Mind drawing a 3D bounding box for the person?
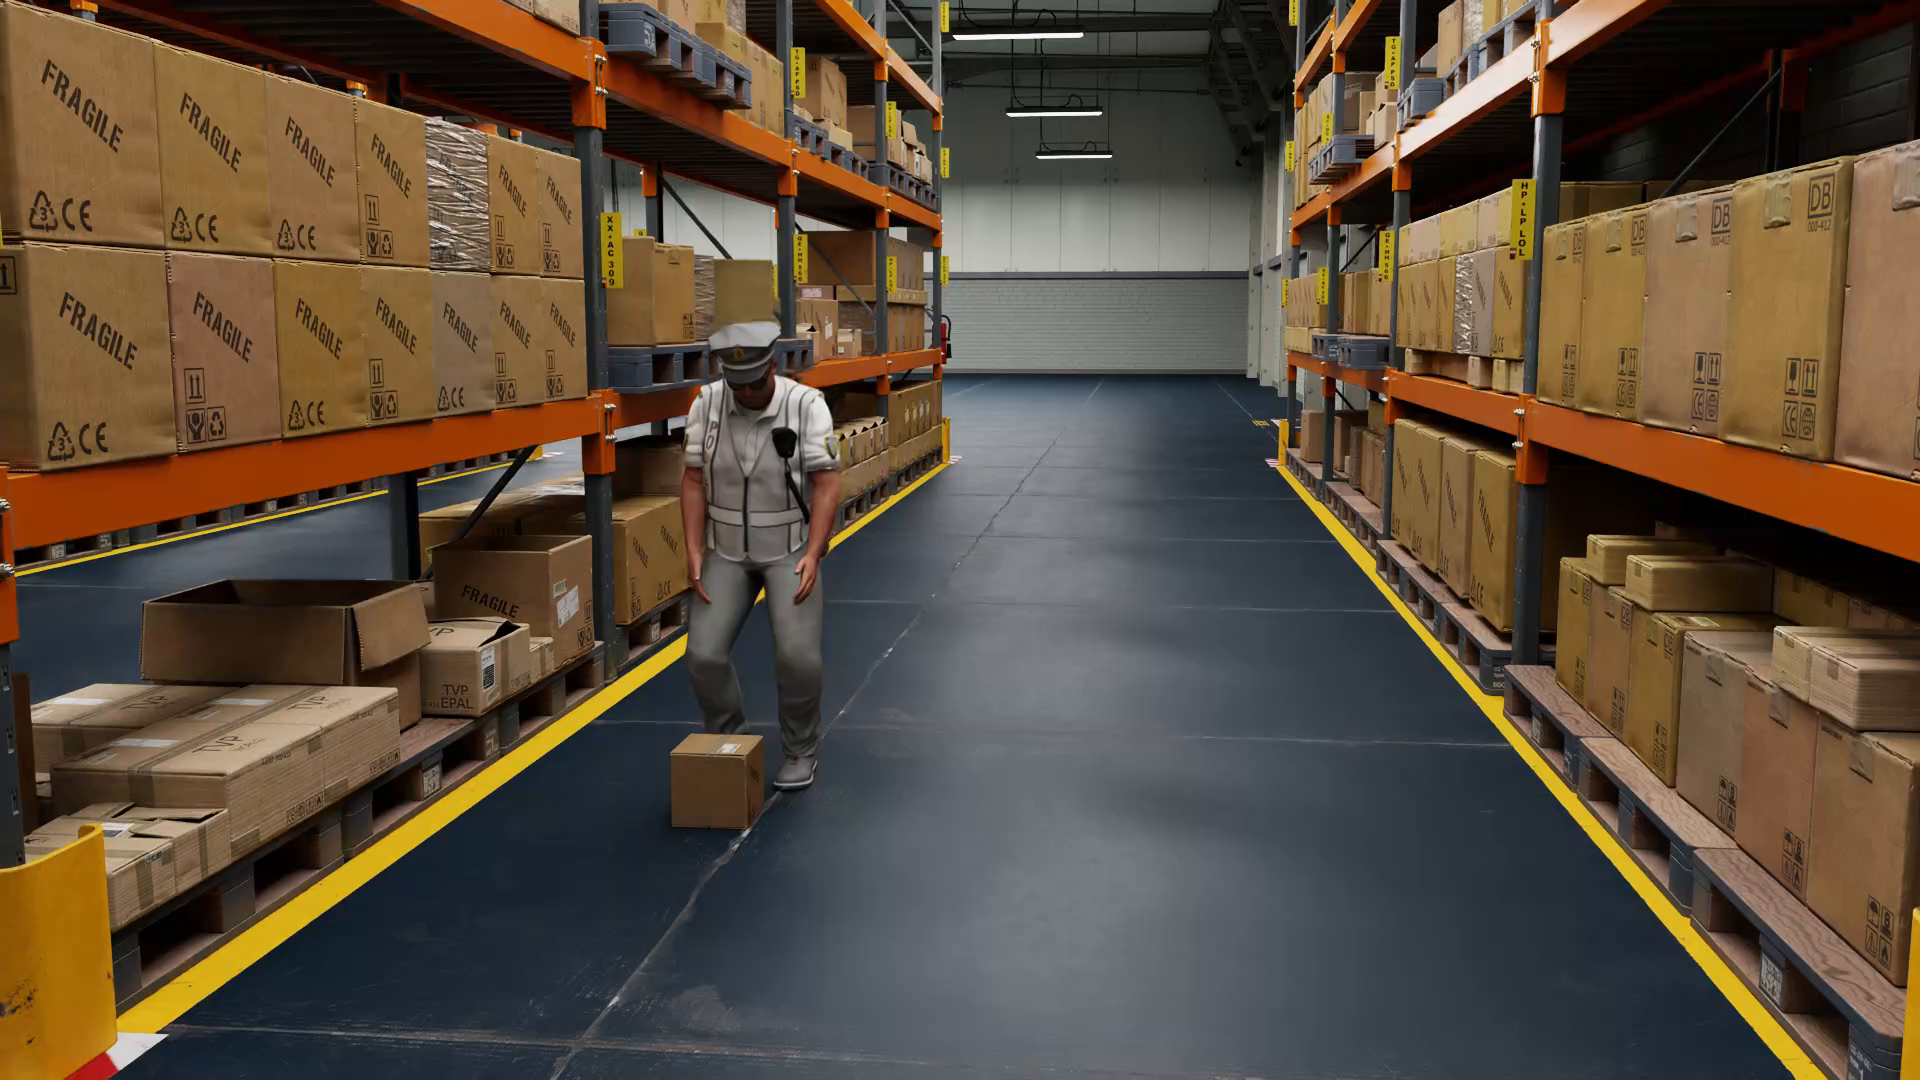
[{"bbox_3d":[-0.692,0.056,5.850,0.575,1.633,0.609,1,8,10],"label":"person"}]
